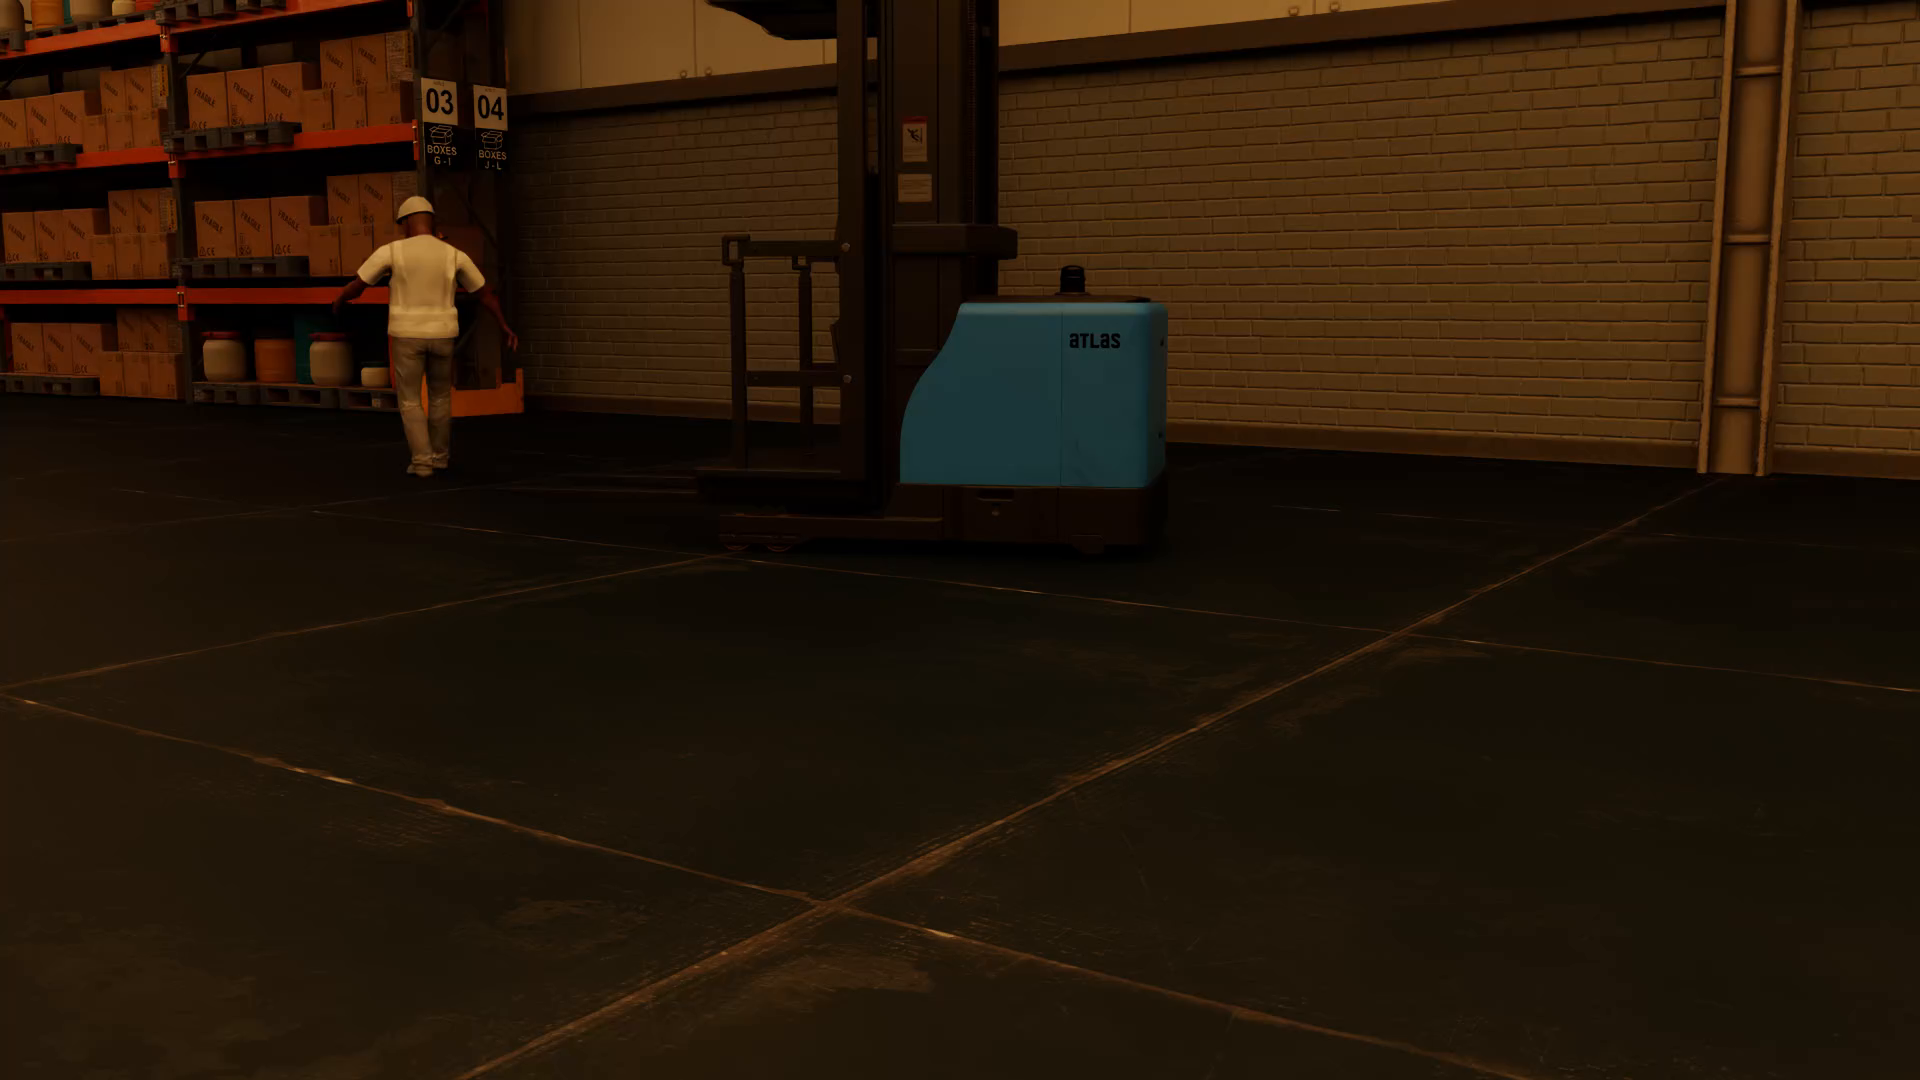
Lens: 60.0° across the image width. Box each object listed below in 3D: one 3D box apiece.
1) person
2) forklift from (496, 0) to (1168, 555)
[{"bbox_3d":[-3.389,-1.289,10.569,1.046,1.755,0.734,-5,9,-30],"label":"person"},{"bbox_3d":[-0.596,-1.469,7.520,3.031,2.935,1.130,2,8,12],"label":"forklift"}]
